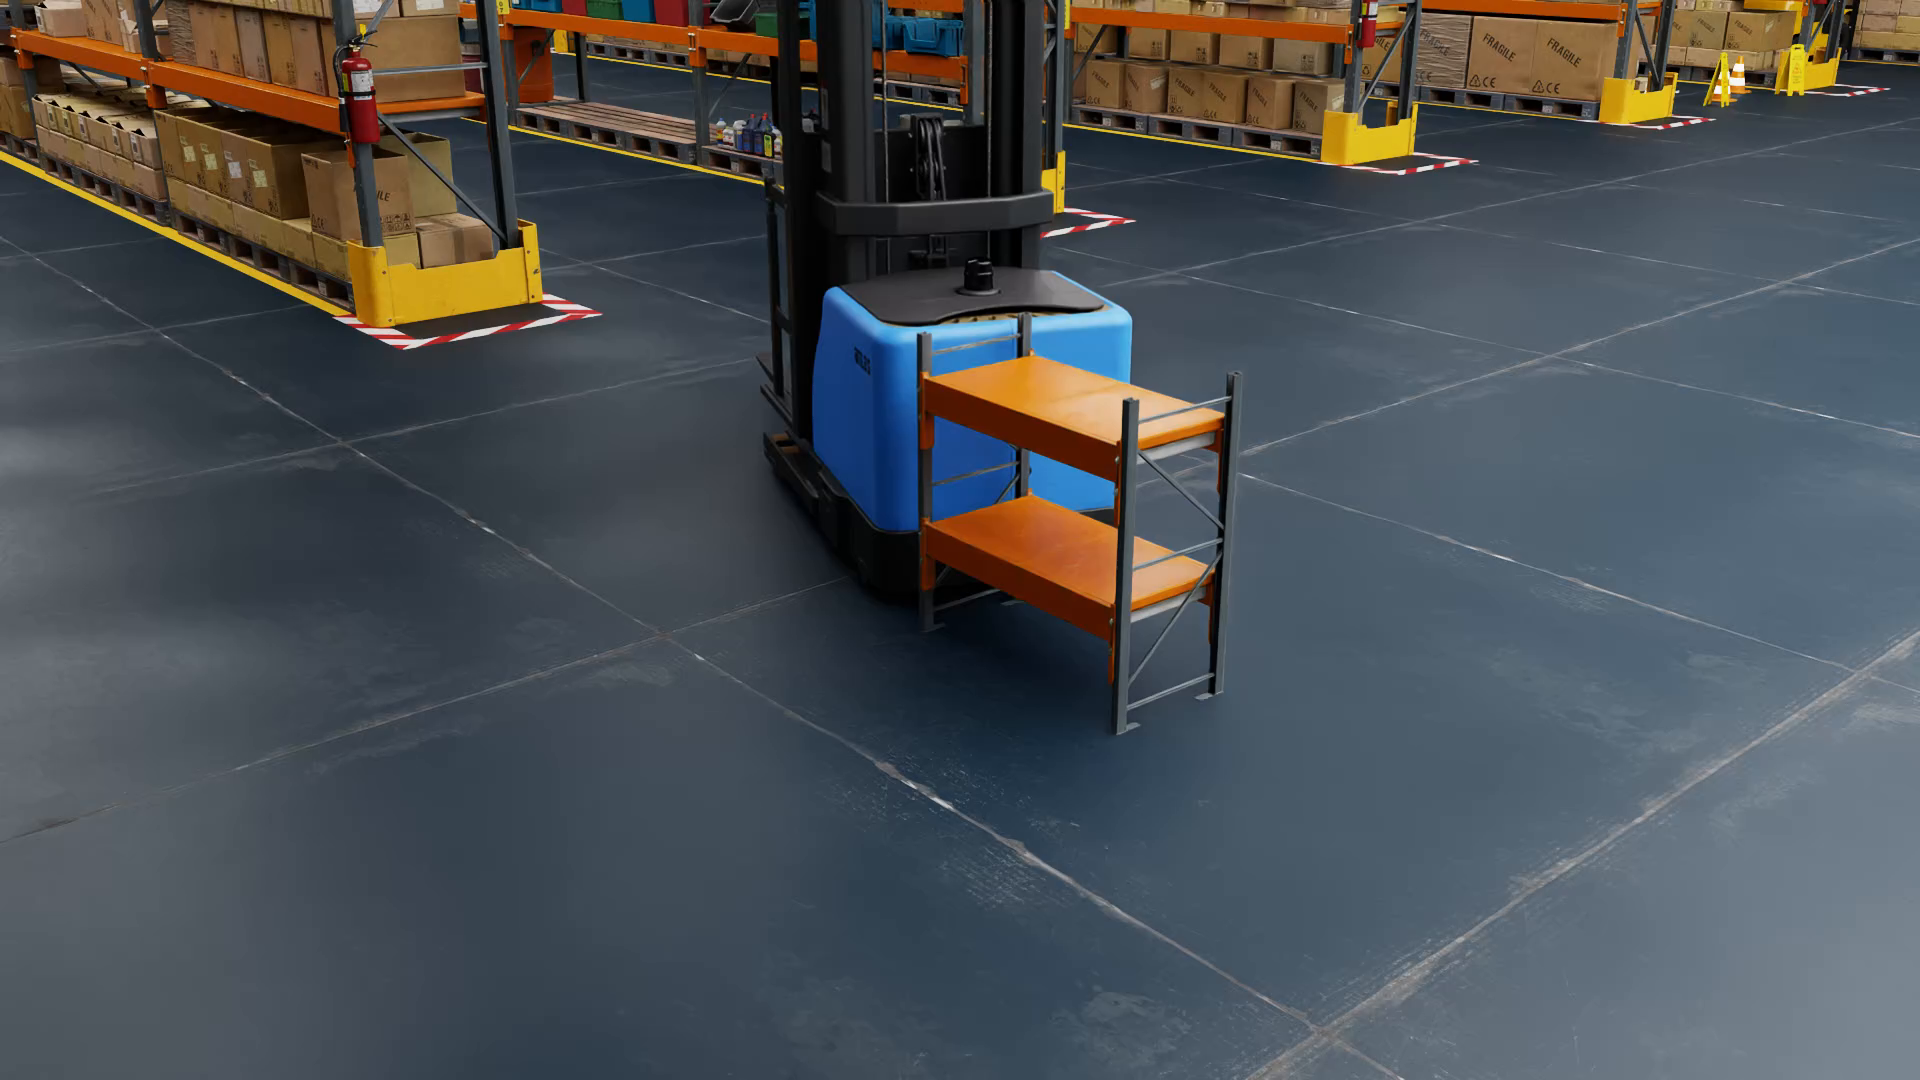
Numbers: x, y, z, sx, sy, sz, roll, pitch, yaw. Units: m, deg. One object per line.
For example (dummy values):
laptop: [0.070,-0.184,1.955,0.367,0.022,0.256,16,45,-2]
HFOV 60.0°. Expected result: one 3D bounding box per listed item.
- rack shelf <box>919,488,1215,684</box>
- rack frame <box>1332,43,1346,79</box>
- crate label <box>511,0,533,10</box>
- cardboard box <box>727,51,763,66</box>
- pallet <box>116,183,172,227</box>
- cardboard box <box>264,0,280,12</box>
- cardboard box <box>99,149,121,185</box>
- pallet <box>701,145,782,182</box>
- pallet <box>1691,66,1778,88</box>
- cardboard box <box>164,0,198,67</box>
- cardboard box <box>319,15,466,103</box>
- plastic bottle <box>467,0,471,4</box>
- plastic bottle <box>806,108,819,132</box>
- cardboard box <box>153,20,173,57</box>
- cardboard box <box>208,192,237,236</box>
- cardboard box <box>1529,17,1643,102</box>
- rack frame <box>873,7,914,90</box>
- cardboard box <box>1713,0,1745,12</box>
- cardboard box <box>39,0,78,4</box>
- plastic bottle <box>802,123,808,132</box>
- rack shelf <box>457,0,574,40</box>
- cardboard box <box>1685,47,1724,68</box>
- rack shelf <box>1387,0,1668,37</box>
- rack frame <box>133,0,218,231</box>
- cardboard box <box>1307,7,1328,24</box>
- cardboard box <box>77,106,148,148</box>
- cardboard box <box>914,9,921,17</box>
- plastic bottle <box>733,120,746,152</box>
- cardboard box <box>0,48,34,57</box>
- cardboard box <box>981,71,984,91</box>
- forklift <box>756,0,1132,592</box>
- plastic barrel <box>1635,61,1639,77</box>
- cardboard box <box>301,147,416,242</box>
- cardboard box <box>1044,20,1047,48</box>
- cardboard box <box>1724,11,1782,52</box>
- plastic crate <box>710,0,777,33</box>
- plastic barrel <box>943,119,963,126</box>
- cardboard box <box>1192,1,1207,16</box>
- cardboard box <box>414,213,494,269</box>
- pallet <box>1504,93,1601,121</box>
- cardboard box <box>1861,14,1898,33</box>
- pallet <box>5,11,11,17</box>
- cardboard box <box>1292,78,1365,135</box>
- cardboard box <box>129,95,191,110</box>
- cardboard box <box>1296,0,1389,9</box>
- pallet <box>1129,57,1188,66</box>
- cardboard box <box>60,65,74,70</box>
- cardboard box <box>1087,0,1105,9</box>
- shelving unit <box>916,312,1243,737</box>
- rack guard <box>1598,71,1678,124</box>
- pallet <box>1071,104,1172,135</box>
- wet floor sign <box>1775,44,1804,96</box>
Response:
rack shelf: [0.372,0.133,5.773,0.538,0.278,1.000,-16,27,-36]
rack frame: [5.403,-7.518,22.065,1.000,3.000,0.127,-17,27,-37]
crate label: [-4.793,-6.008,18.439,0.303,0.233,0.416,-17,27,-37]
cardboard box: [-2.626,-7.363,24.007,1.225,0.875,0.875,-19,28,-39]
pallet: [-6.438,-2.904,14.108,1.003,0.211,1.213,-17,27,-37]
cardboard box: [-4.384,-3.597,11.027,0.380,0.149,0.250,-16,27,-36]
cardboard box: [-7.081,-3.250,14.363,0.500,0.250,0.500,-17,27,-36]
pallet: [-1.766,-3.692,16.121,1.003,0.211,1.213,-17,27,-37]
pallet: [11.145,-6.574,23.480,1.003,0.211,1.213,-17,27,-37]
cardboard box: [-5.633,-3.933,12.776,0.700,0.500,0.500,-18,28,-39]
cardboard box: [-3.612,-3.081,10.601,0.700,0.500,0.500,-17,27,-37]
plastic bottle: [-5.710,-6.395,19.375,0.097,0.271,0.097,0,21,0]
plastic bottle: [-1.409,-3.995,16.100,0.144,0.351,0.185,-19,28,-40]
cardboard box: [-6.282,-4.064,13.452,0.500,0.250,0.500,-15,26,-34]
cardboard box: [-5.210,-2.444,12.305,0.500,0.250,0.500,-17,27,-37]
cardboard box: [7.521,-5.791,19.993,0.875,0.875,0.875,-17,27,-37]
rack frame: [-1.032,-7.470,21.944,1.000,3.000,0.127,-17,27,-37]
cardboard box: [10.687,-7.430,23.118,0.380,0.149,0.250,-16,27,-36]
cardboard box: [-8.334,-4.961,15.658,0.500,0.311,0.500,-15,26,-34]
plastic bottle: [-1.438,-3.615,15.129,0.144,0.351,0.185,-16,27,-35]
rack shelf: [-6.089,-6.509,20.475,1.077,0.370,4.000,-17,27,-37]
cardboard box: [10.634,-6.839,23.525,0.500,0.250,0.500,-17,27,-37]
rack shelf: [6.708,-6.630,20.786,1.077,0.370,4.000,-17,27,-37]
rack frame: [-5.928,-4.008,13.104,1.000,3.000,0.127,-17,27,-37]
cardboard box: [3.685,-5.242,16.598,0.380,0.149,0.250,-17,27,-37]
cardboard box: [-7.403,-3.648,14.611,0.500,0.311,0.500,-18,28,-38]
cardboard box: [-0.613,-9.038,28.463,0.380,0.149,0.250,-18,28,-38]
plastic bottle: [-2.065,-3.847,15.825,0.152,0.276,0.135,-16,27,-36]
cardboard box: [-10.038,-5.002,17.437,0.500,0.250,0.500,-18,28,-38]
cardboard box: [0.532,-5.871,20.686,0.500,0.500,0.700,20,29,41]
forklift: [-0.287,-1.675,7.241,1.130,2.935,3.031,-7,22,-17]
plastic barrel: [9.203,-6.630,23.330,0.512,0.421,0.421,0,21,-1]
cardboard box: [-3.892,-2.244,10.768,0.500,0.500,0.500,-17,27,-37]
cardboard box: [1.471,-8.061,26.303,0.500,0.500,0.500,-19,28,-40]
cardboard box: [10.978,-7.043,23.018,0.500,0.500,0.500,-17,27,-37]
plastic crate: [-1.927,-4.982,15.676,0.767,0.338,0.504,-17,27,-37]
plastic barrel: [-0.049,-3.282,14.085,0.421,0.512,0.421,0,21,0]
cardboard box: [2.679,-5.648,17.635,0.380,0.149,0.250,-17,27,-37]
cardboard box: [-3.498,-2.019,11.220,0.500,0.250,0.500,-17,27,-37]
pallet: [7.433,-5.317,20.269,1.003,0.211,1.213,-17,27,-37]
cardboard box: [14.582,-8.151,26.190,0.500,0.250,0.500,-18,28,-38]
pallet: [-9.812,-5.560,17.329,1.003,0.211,1.213,-17,27,-37]
cardboard box: [3.796,-4.468,17.130,0.500,0.500,0.500,-12,24,-28]
cardboard box: [-7.339,-3.921,15.308,0.500,0.311,0.500,-18,27,-38]
cardboard box: [3.852,-5.603,16.632,0.875,0.500,0.500,-17,27,-37]
pallet: [3.250,-7.089,24.793,1.003,0.211,1.213,-17,27,-37]
cardboard box: [-9.967,-4.914,18.241,0.500,0.500,0.500,-17,27,-37]
cardboard box: [1.645,-6.045,18.649,0.380,0.149,0.250,-17,27,-37]
shelving unit: [0.372,-0.095,5.684,0.538,1.125,1.048,-16,27,-36]
rack guard: [8.030,-5.242,19.683,1.175,0.500,0.348,-17,27,-37]
pallet: [2.045,-4.889,19.178,1.003,0.211,1.213,-17,27,-37]
wet floor sign: [11.011,-6.216,21.969,0.267,0.644,0.232,-8,23,-19]
